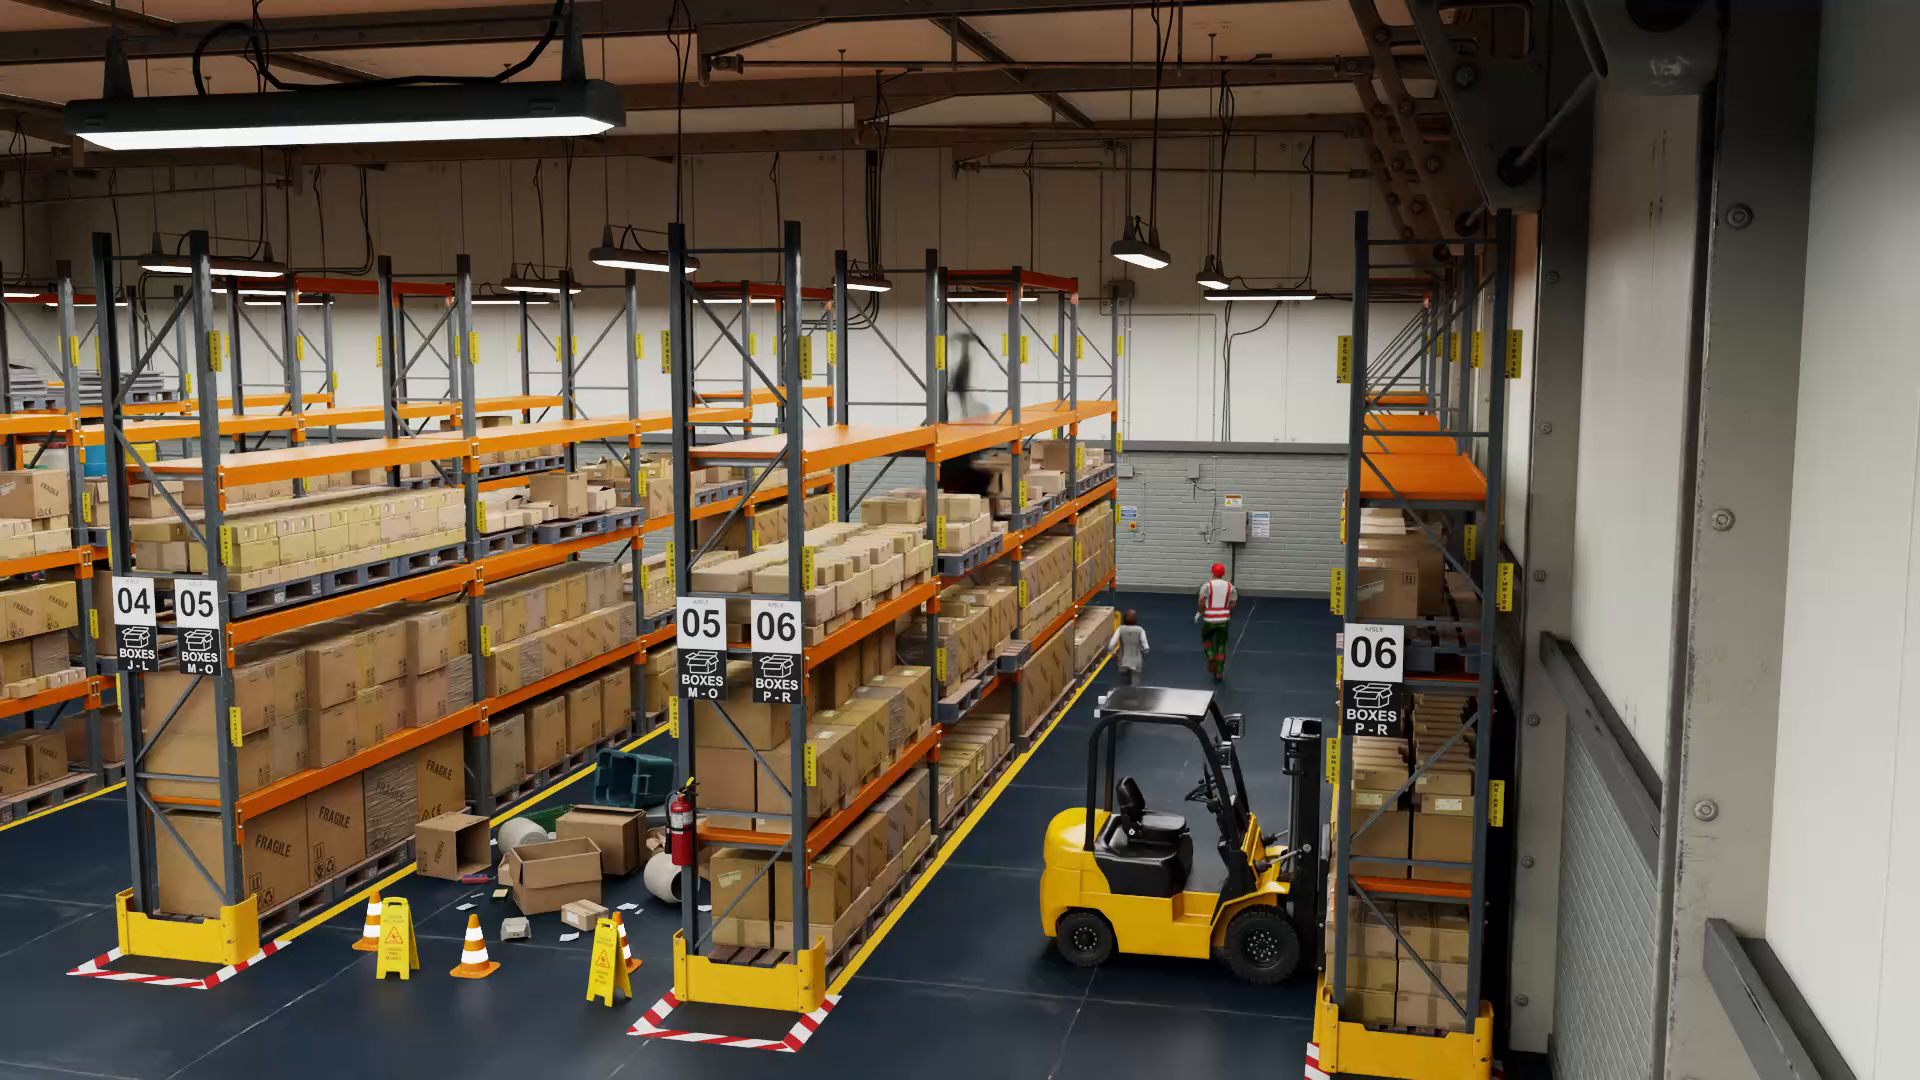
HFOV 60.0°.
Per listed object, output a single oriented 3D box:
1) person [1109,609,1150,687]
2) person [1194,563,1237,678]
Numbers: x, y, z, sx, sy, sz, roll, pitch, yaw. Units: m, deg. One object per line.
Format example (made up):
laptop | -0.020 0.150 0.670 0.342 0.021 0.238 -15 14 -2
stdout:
person | 2.256 1.702 22.161 0.537 1.586 0.744 1 7 11
person | 3.890 1.205 25.396 0.661 1.735 0.642 0 7 -3
